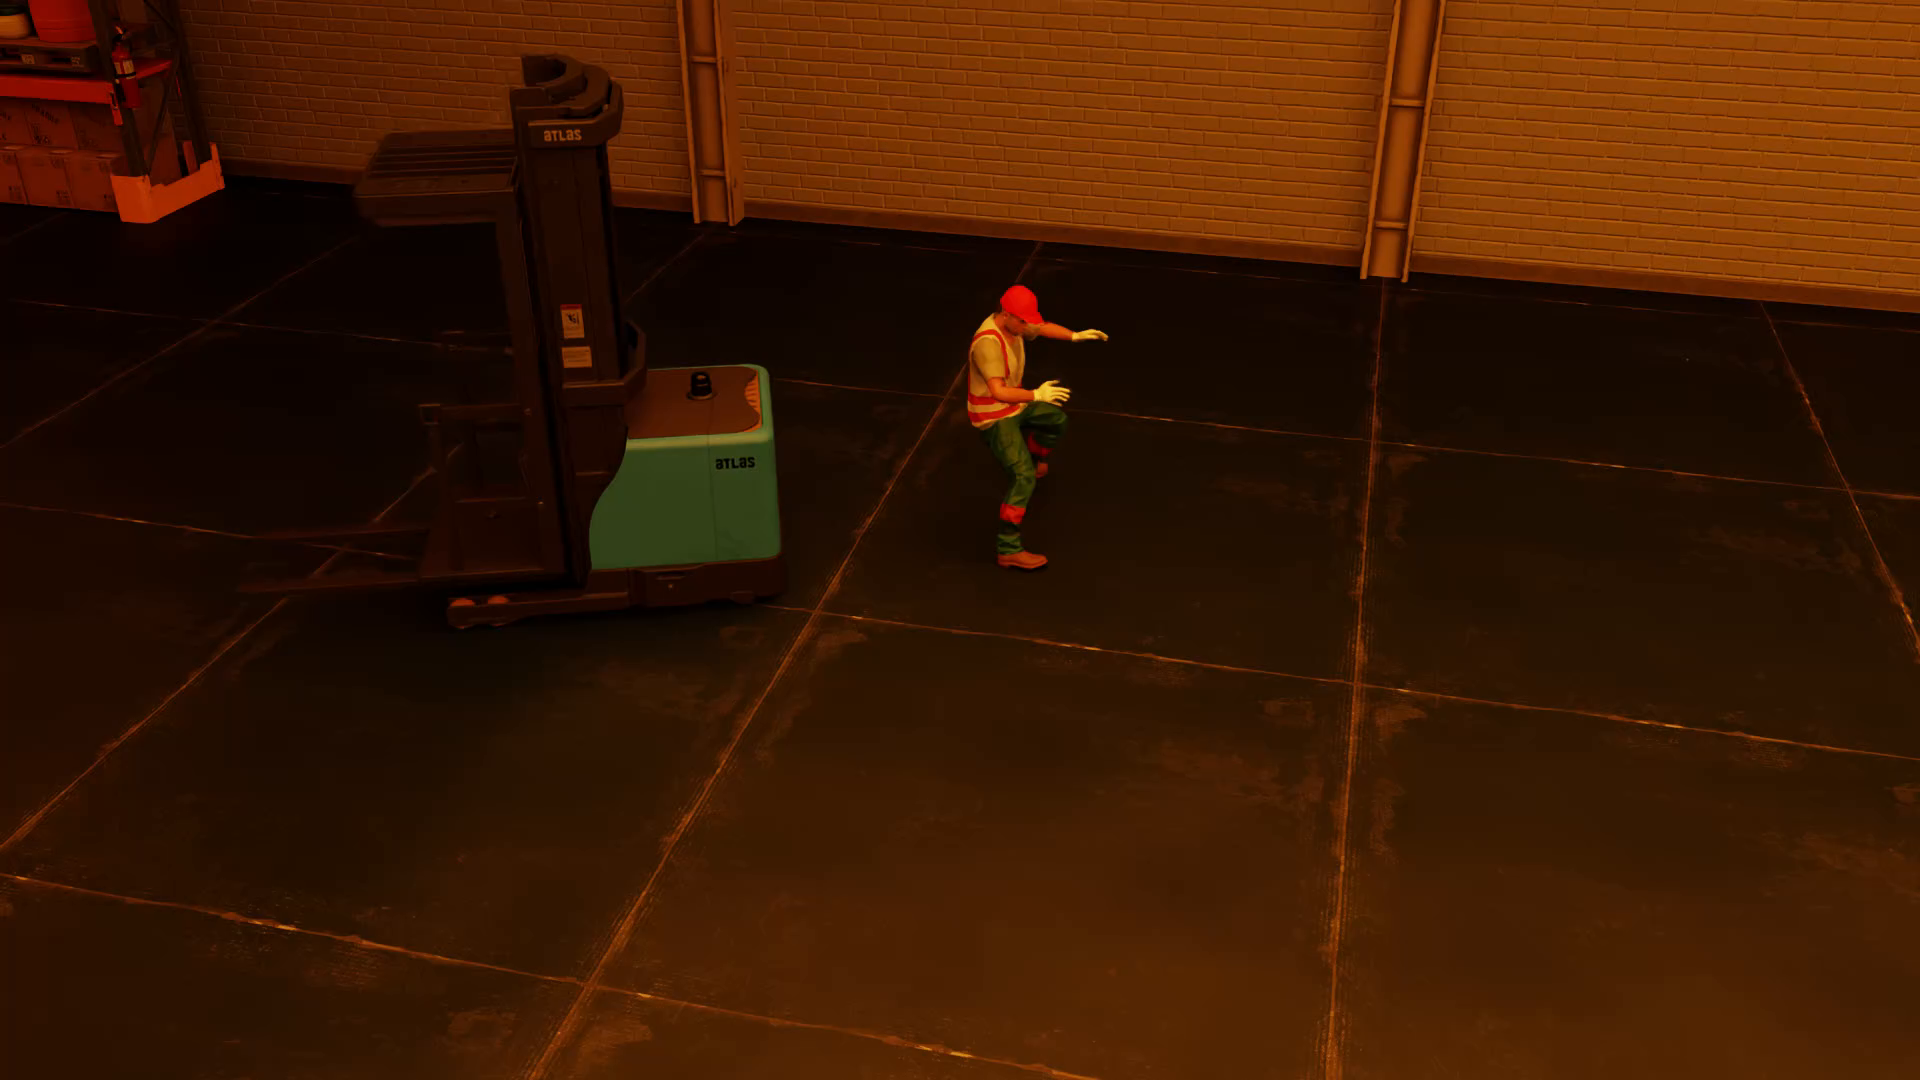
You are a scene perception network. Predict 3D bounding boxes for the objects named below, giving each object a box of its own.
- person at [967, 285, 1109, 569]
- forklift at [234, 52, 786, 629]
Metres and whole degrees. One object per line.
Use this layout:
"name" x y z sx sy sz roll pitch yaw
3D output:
"person" 0.411 -0.804 9.993 0.692 1.548 1.229 13 32 22
"forklift" -2.558 -1.058 9.037 3.031 2.935 1.130 -4 30 -7
